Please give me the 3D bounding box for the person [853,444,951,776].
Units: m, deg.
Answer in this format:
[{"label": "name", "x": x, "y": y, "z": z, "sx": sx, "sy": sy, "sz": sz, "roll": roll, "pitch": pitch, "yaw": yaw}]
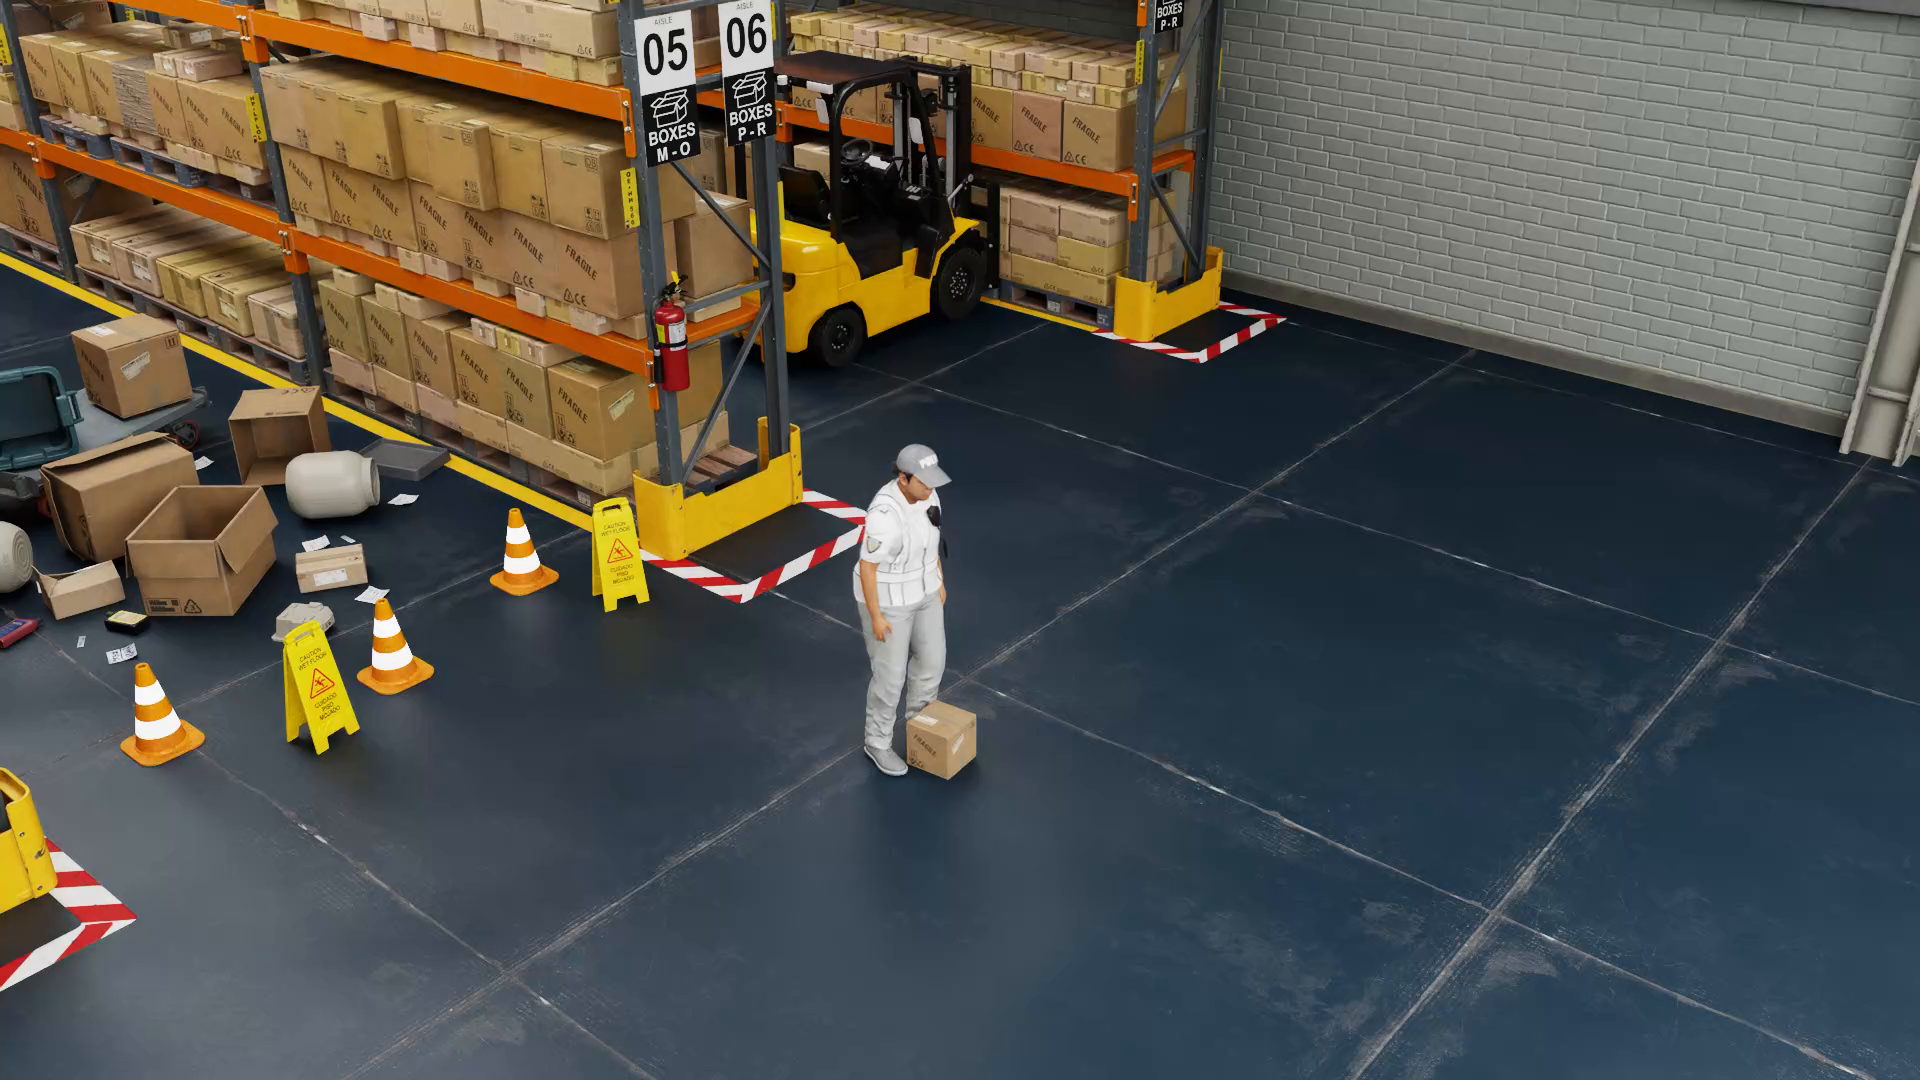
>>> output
[{"label": "person", "x": -0.259, "y": 0.298, "z": 8.041, "sx": 0.471, "sy": 1.666, "sz": 0.544, "roll": 21, "pitch": 34, "yaw": 34}]
